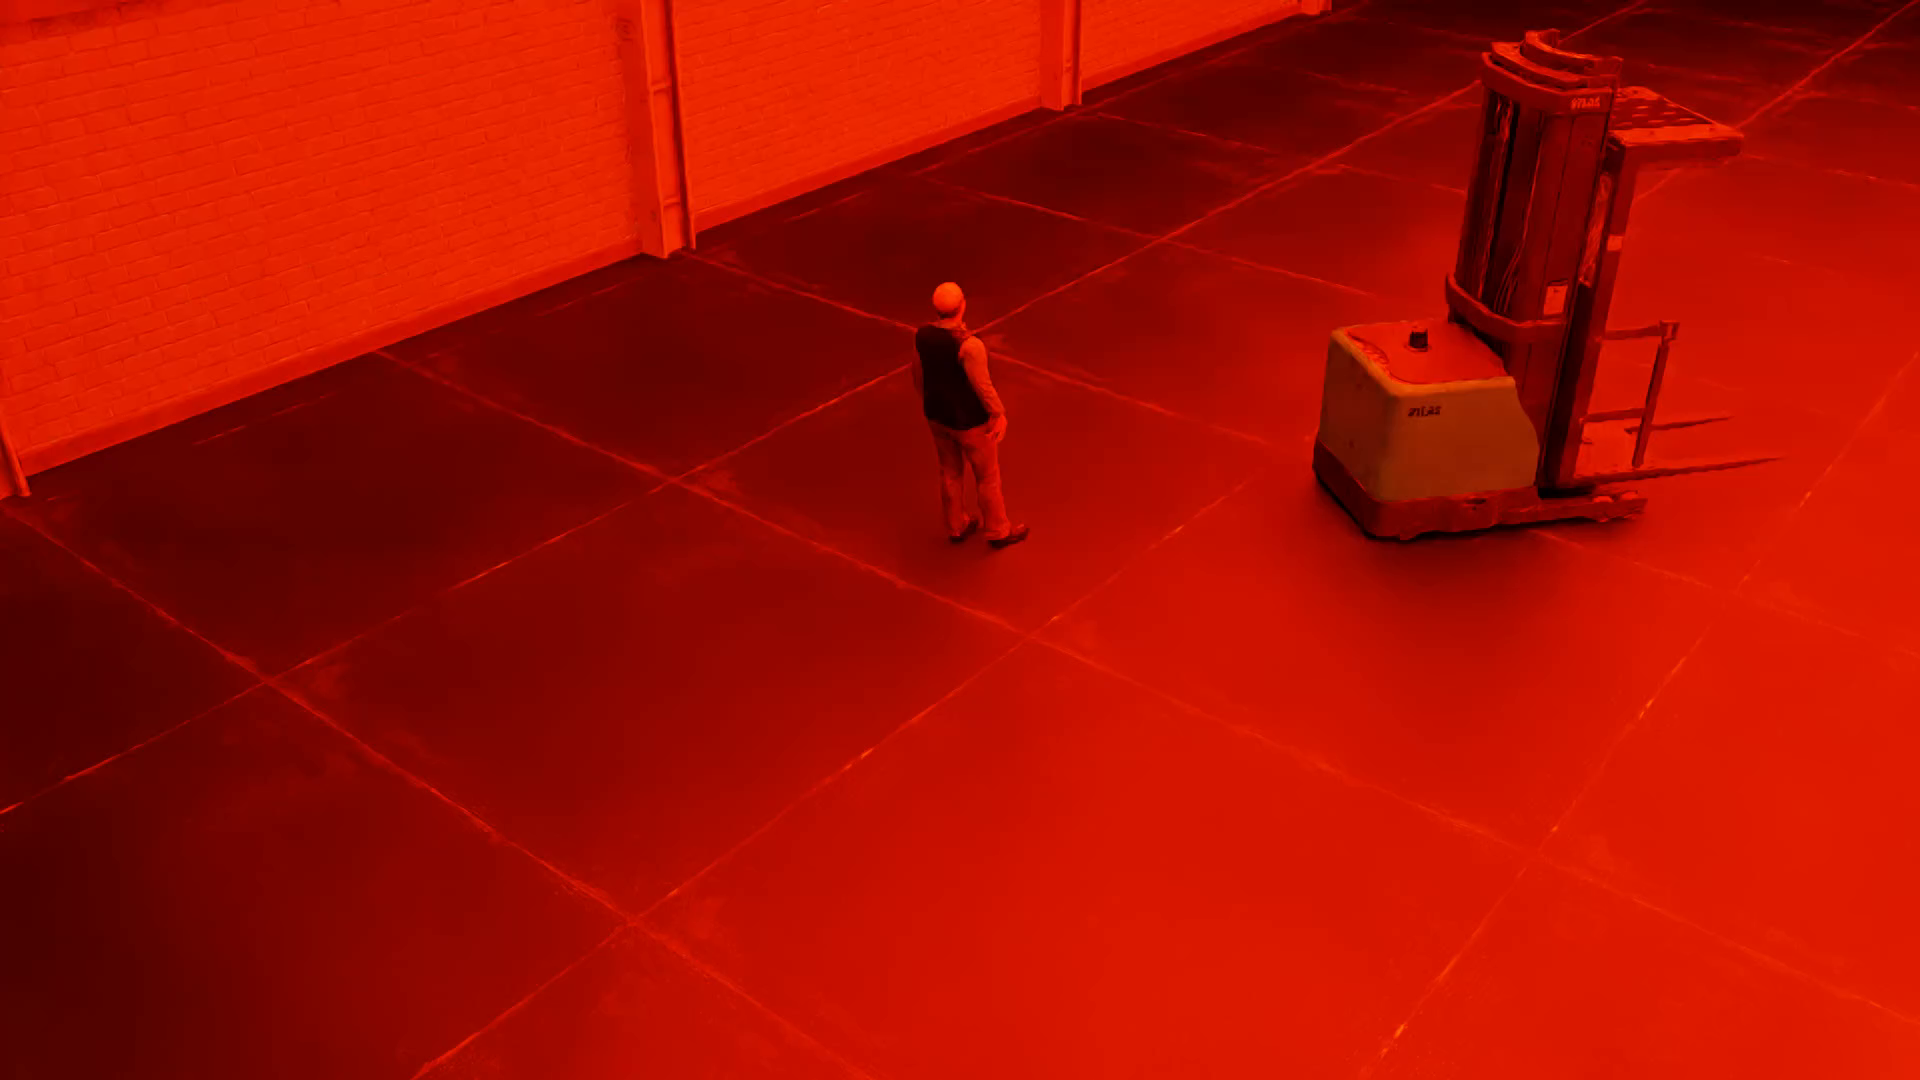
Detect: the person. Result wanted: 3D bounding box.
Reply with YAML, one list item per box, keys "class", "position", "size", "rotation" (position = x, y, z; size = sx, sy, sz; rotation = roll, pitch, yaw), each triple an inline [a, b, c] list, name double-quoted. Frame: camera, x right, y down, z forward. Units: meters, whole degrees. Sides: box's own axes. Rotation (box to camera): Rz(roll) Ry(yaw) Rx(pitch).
- class: "person"
  position: [0.046, -0.771, 10.100]
  size: [0.632, 1.720, 0.567]
  rotation: [22, 37, 33]

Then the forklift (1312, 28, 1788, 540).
- class: "forklift"
  position: [3.941, -1.637, 10.396]
  size: [3.031, 2.935, 1.130]
  rotation: [-6, 31, -11]
